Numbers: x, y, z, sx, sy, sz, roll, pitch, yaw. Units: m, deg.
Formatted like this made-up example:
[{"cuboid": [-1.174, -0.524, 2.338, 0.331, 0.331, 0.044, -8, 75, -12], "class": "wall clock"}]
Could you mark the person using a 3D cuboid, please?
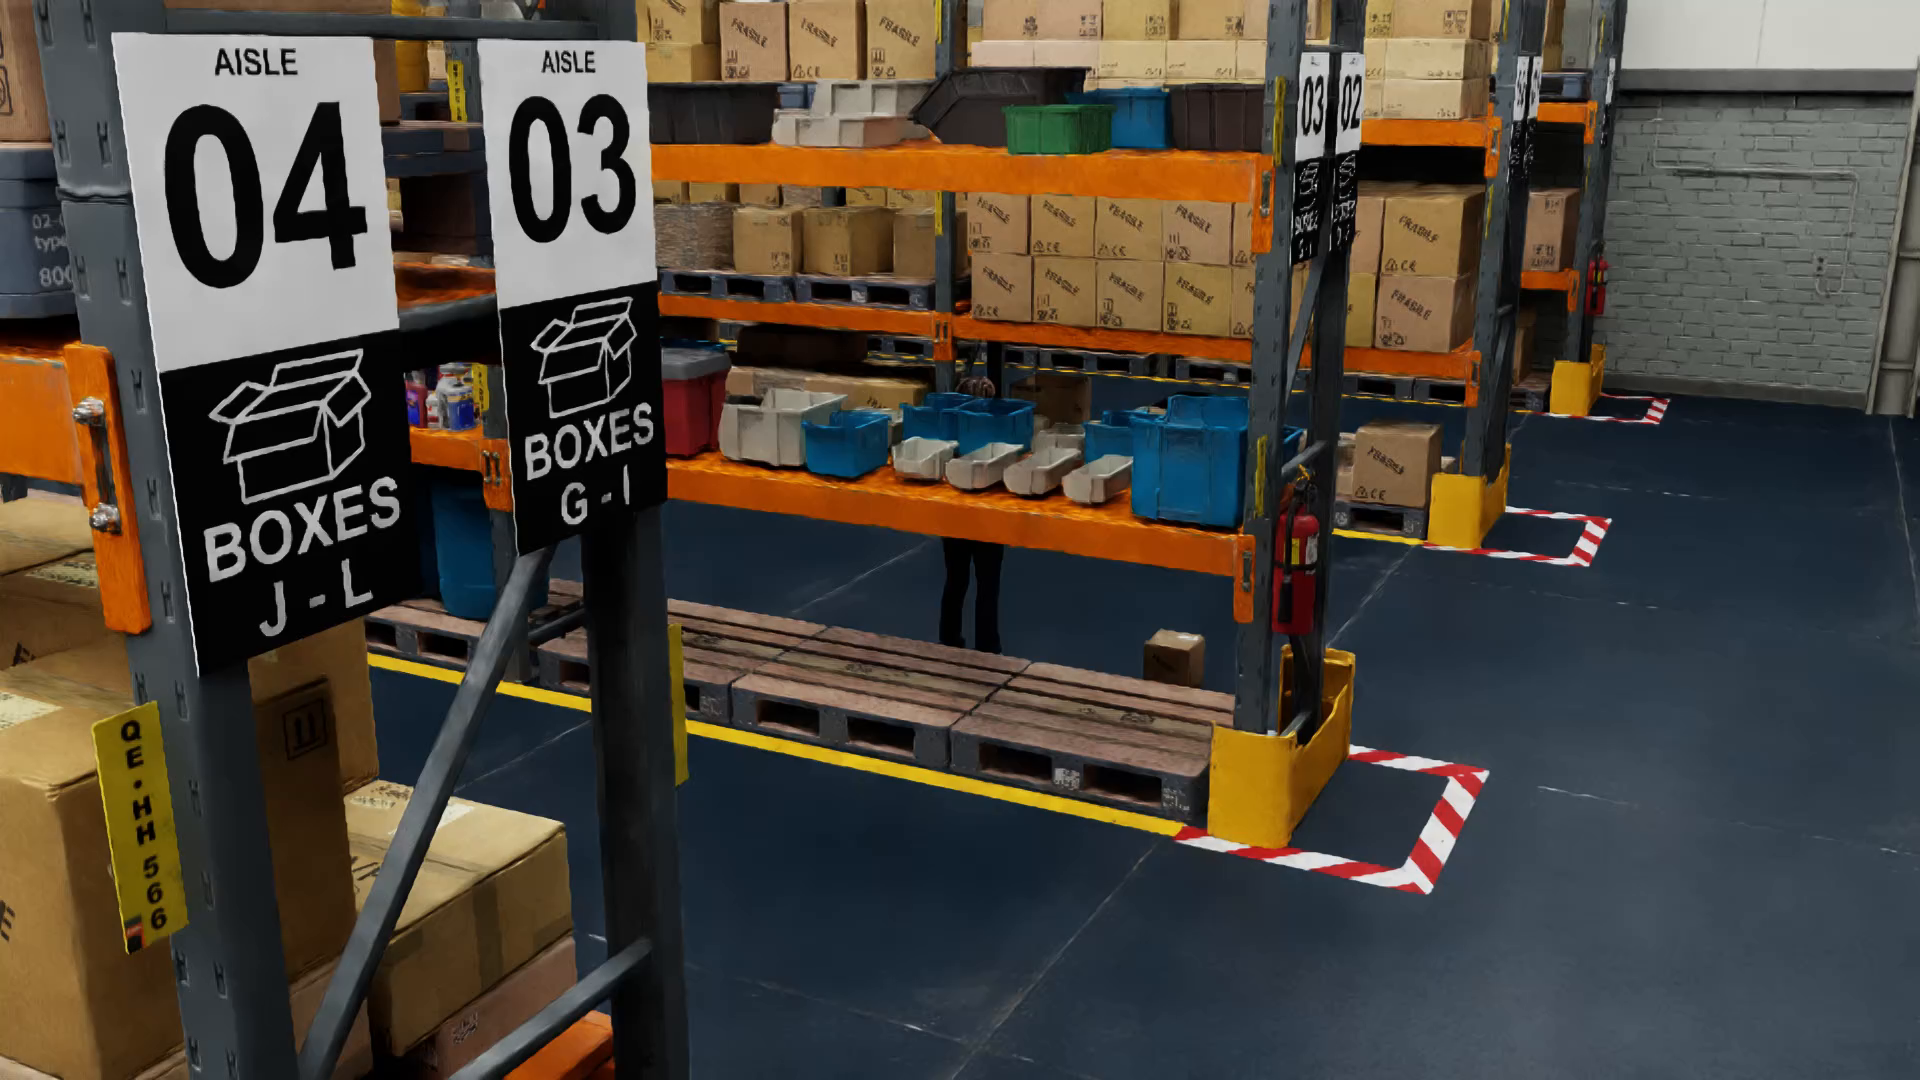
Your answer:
[{"cuboid": [0.079, -0.069, 8.758, 0.460, 1.632, 0.363, 12, 20, 37], "class": "person"}]
